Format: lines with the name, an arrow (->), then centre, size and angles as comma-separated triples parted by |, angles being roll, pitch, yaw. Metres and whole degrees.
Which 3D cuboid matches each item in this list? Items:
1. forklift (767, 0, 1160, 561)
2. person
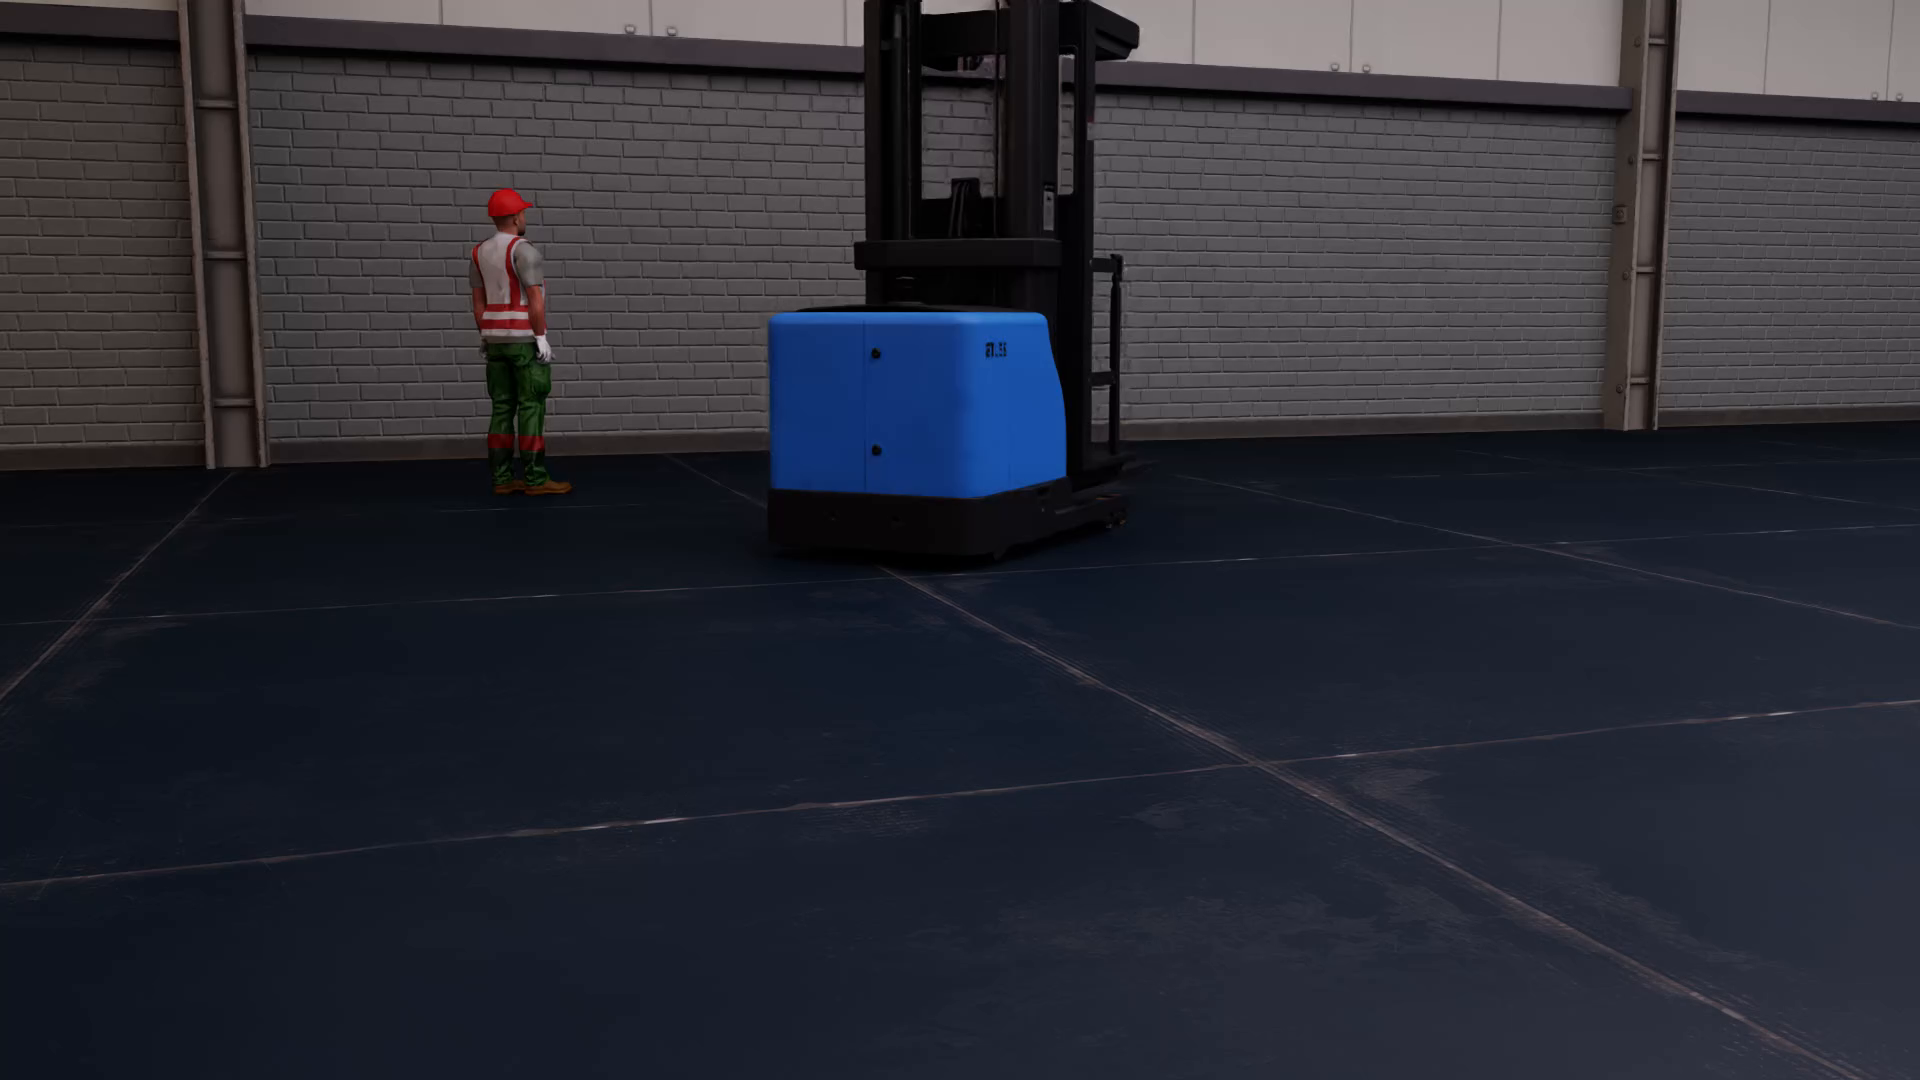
forklift -> 0.222, -1.525, 8.260 | 1.130, 2.935, 3.031 | 4, 9, 24
person -> -2.624, -1.166, 9.859 | 0.529, 1.795, 0.369 | 4, 9, 28
